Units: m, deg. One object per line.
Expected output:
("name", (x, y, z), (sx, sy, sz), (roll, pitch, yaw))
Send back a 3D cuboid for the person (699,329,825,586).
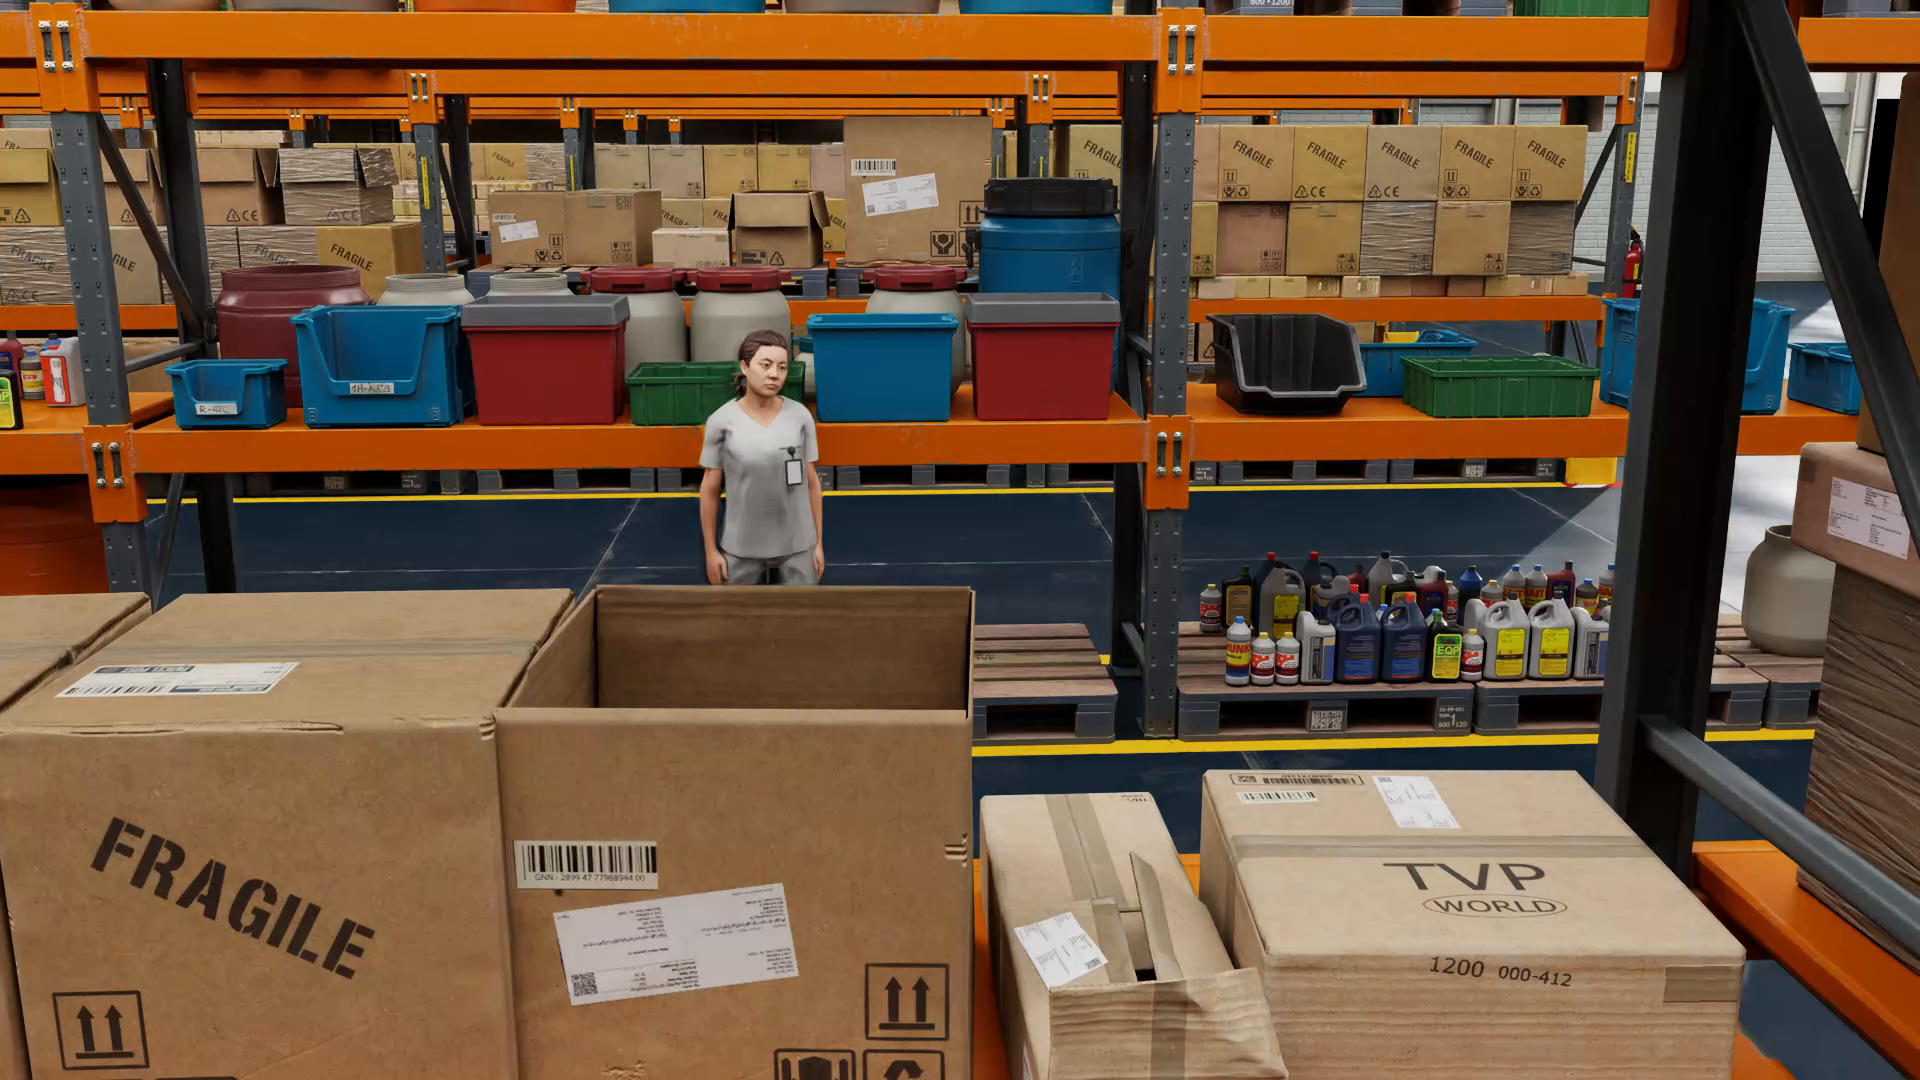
("person", (-0.784, 0.046, 6.255), (0.549, 1.675, 0.446), (-3, 14, -14))
